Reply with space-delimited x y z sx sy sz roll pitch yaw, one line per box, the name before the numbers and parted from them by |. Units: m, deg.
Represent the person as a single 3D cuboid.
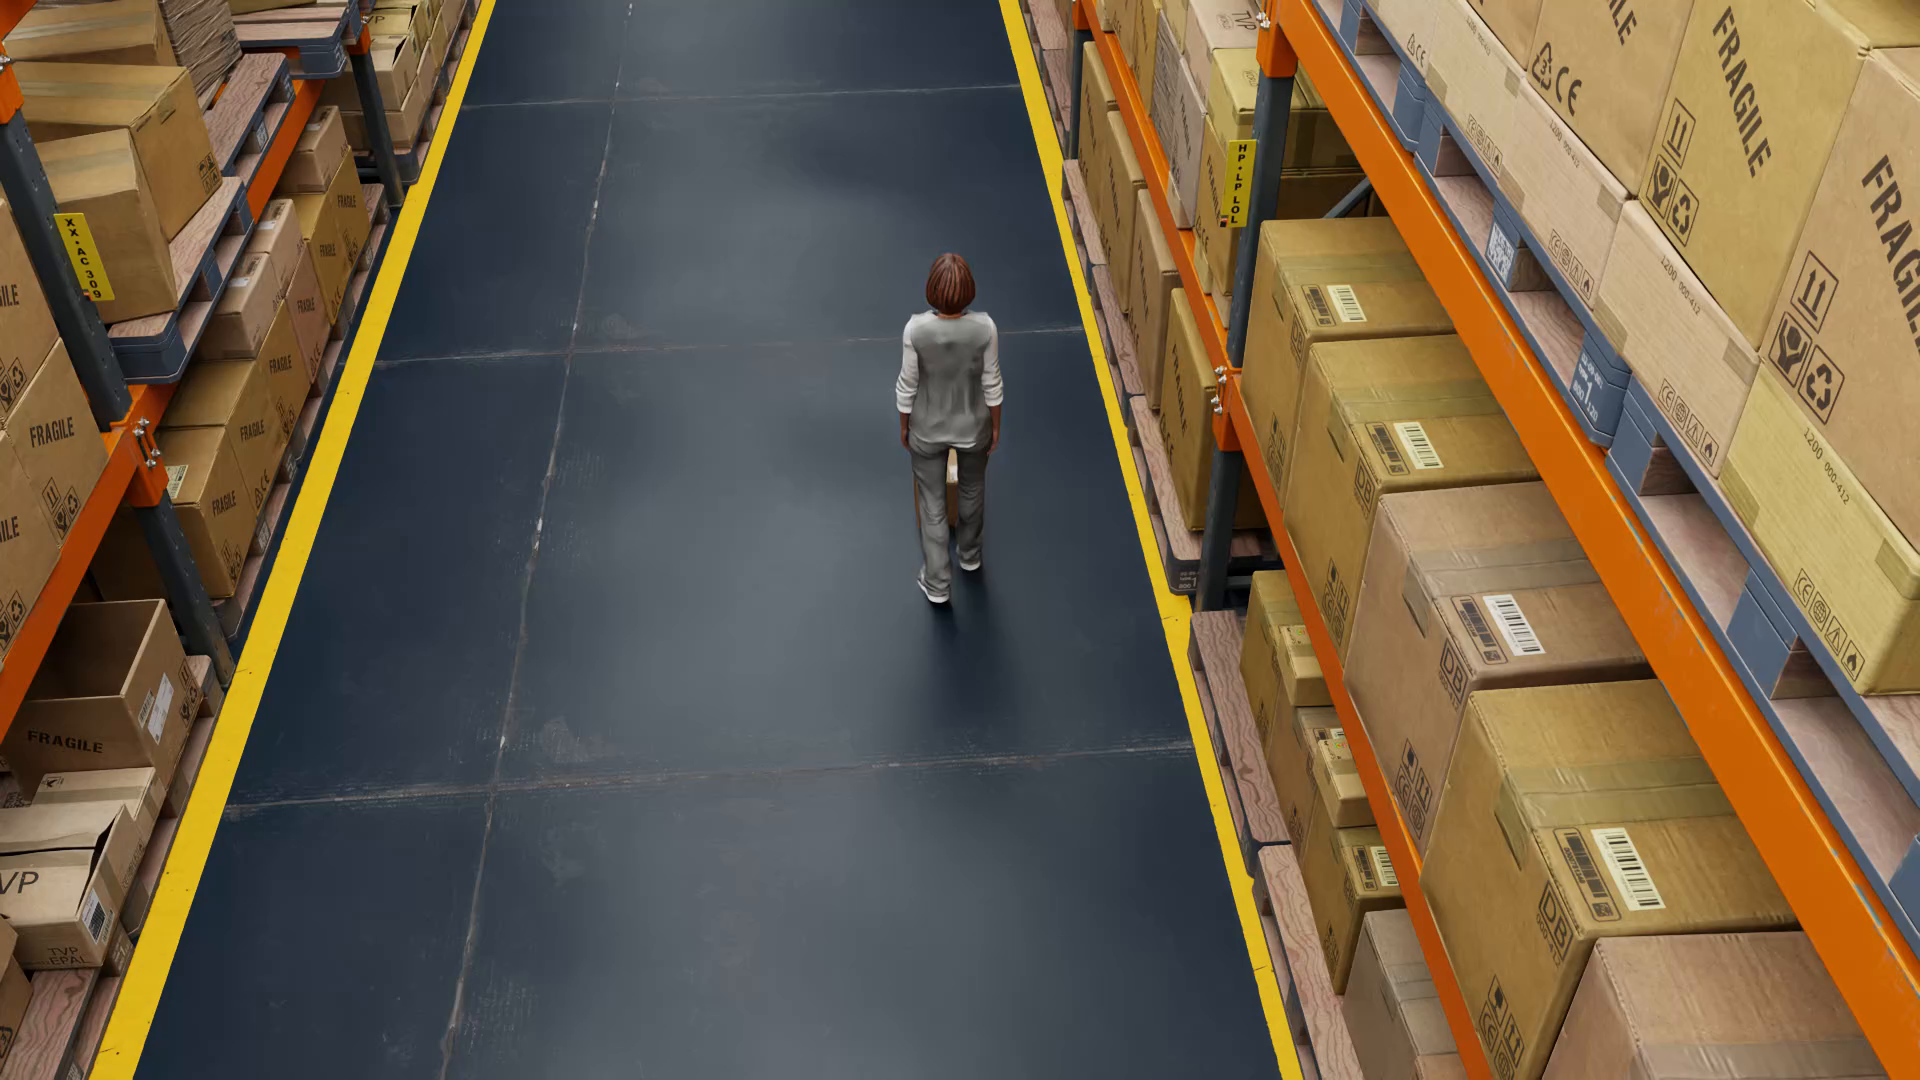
person | -0.045 -0.470 6.741 0.423 1.608 0.503 -2 40 -2
